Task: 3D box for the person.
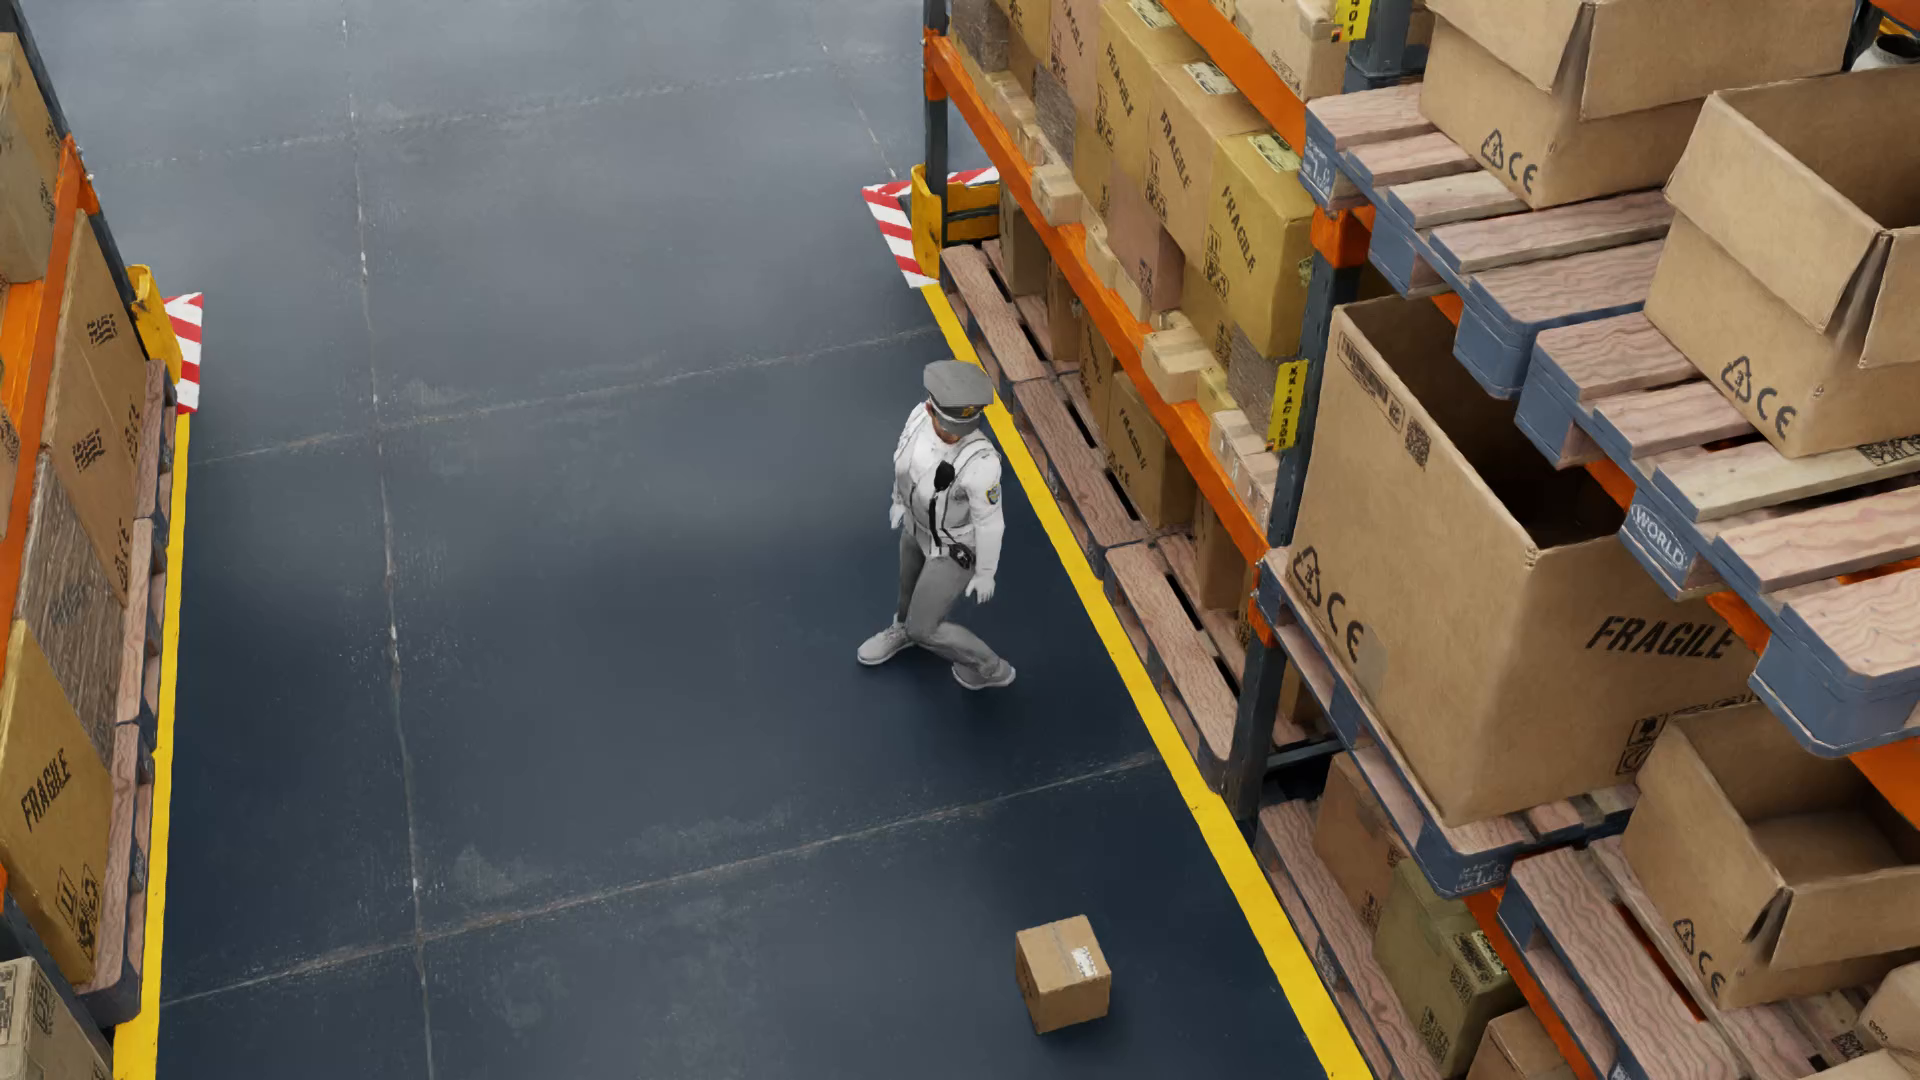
[{"bbox_3d":[-0.098,-0.032,6.210,0.478,1.641,0.617,-19,46,-20],"label":"person"}]
